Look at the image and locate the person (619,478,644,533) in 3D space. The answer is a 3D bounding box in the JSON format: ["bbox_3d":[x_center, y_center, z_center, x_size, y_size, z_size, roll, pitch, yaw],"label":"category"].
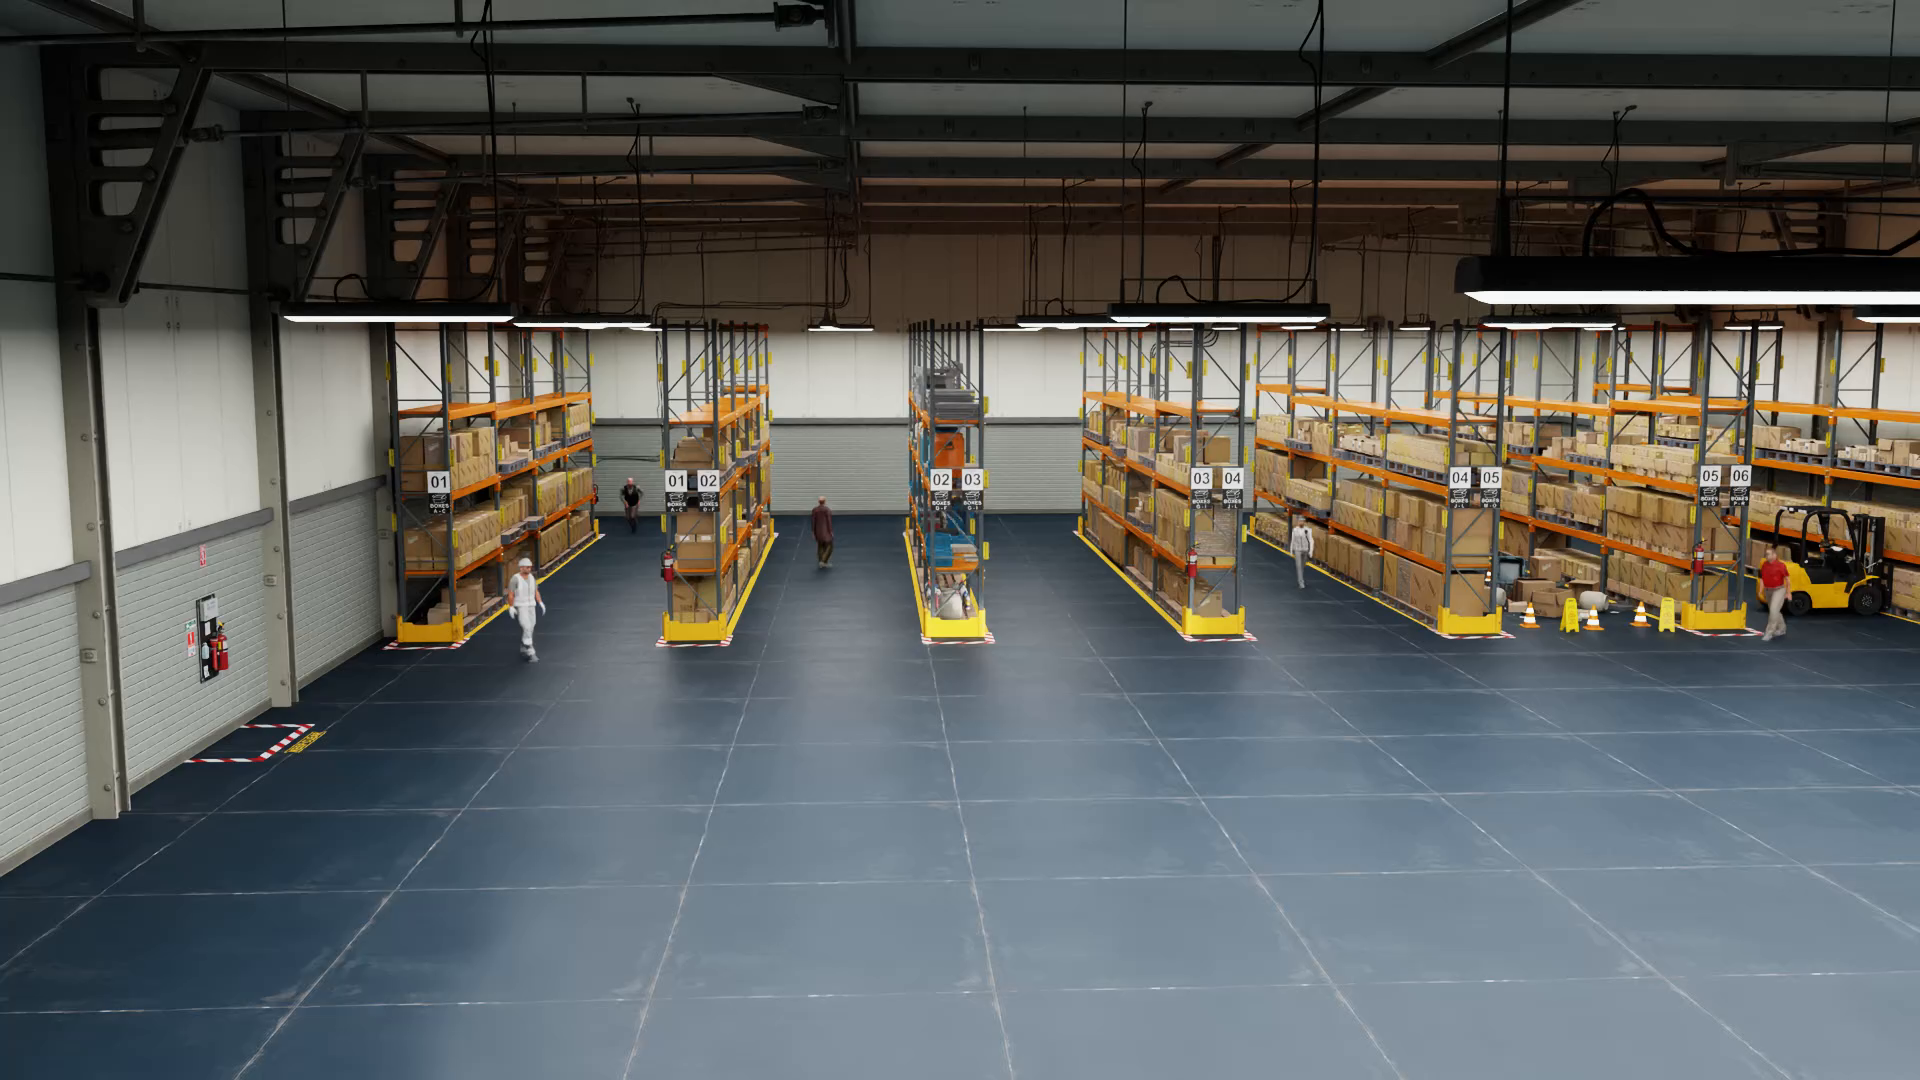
[{"bbox_3d":[-9.466,-1.008,47.986,0.643,1.626,0.720,1,7,5],"label":"person"}]

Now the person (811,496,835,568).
[{"bbox_3d":[-3.391,-0.196,40.842,0.634,1.777,0.581,4,8,30],"label":"person"}]

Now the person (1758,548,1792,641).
[{"bbox_3d":[15.368,1.011,31.419,0.869,1.711,0.566,-3,8,-23],"label":"person"}]

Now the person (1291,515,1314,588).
[{"bbox_3d":[7.798,0.235,37.785,0.460,1.614,1.018,0,7,-2],"label":"person"}]

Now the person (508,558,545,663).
[{"bbox_3d":[-7.596,1.224,29.381,0.753,1.791,0.557,5,9,36],"label":"person"}]
